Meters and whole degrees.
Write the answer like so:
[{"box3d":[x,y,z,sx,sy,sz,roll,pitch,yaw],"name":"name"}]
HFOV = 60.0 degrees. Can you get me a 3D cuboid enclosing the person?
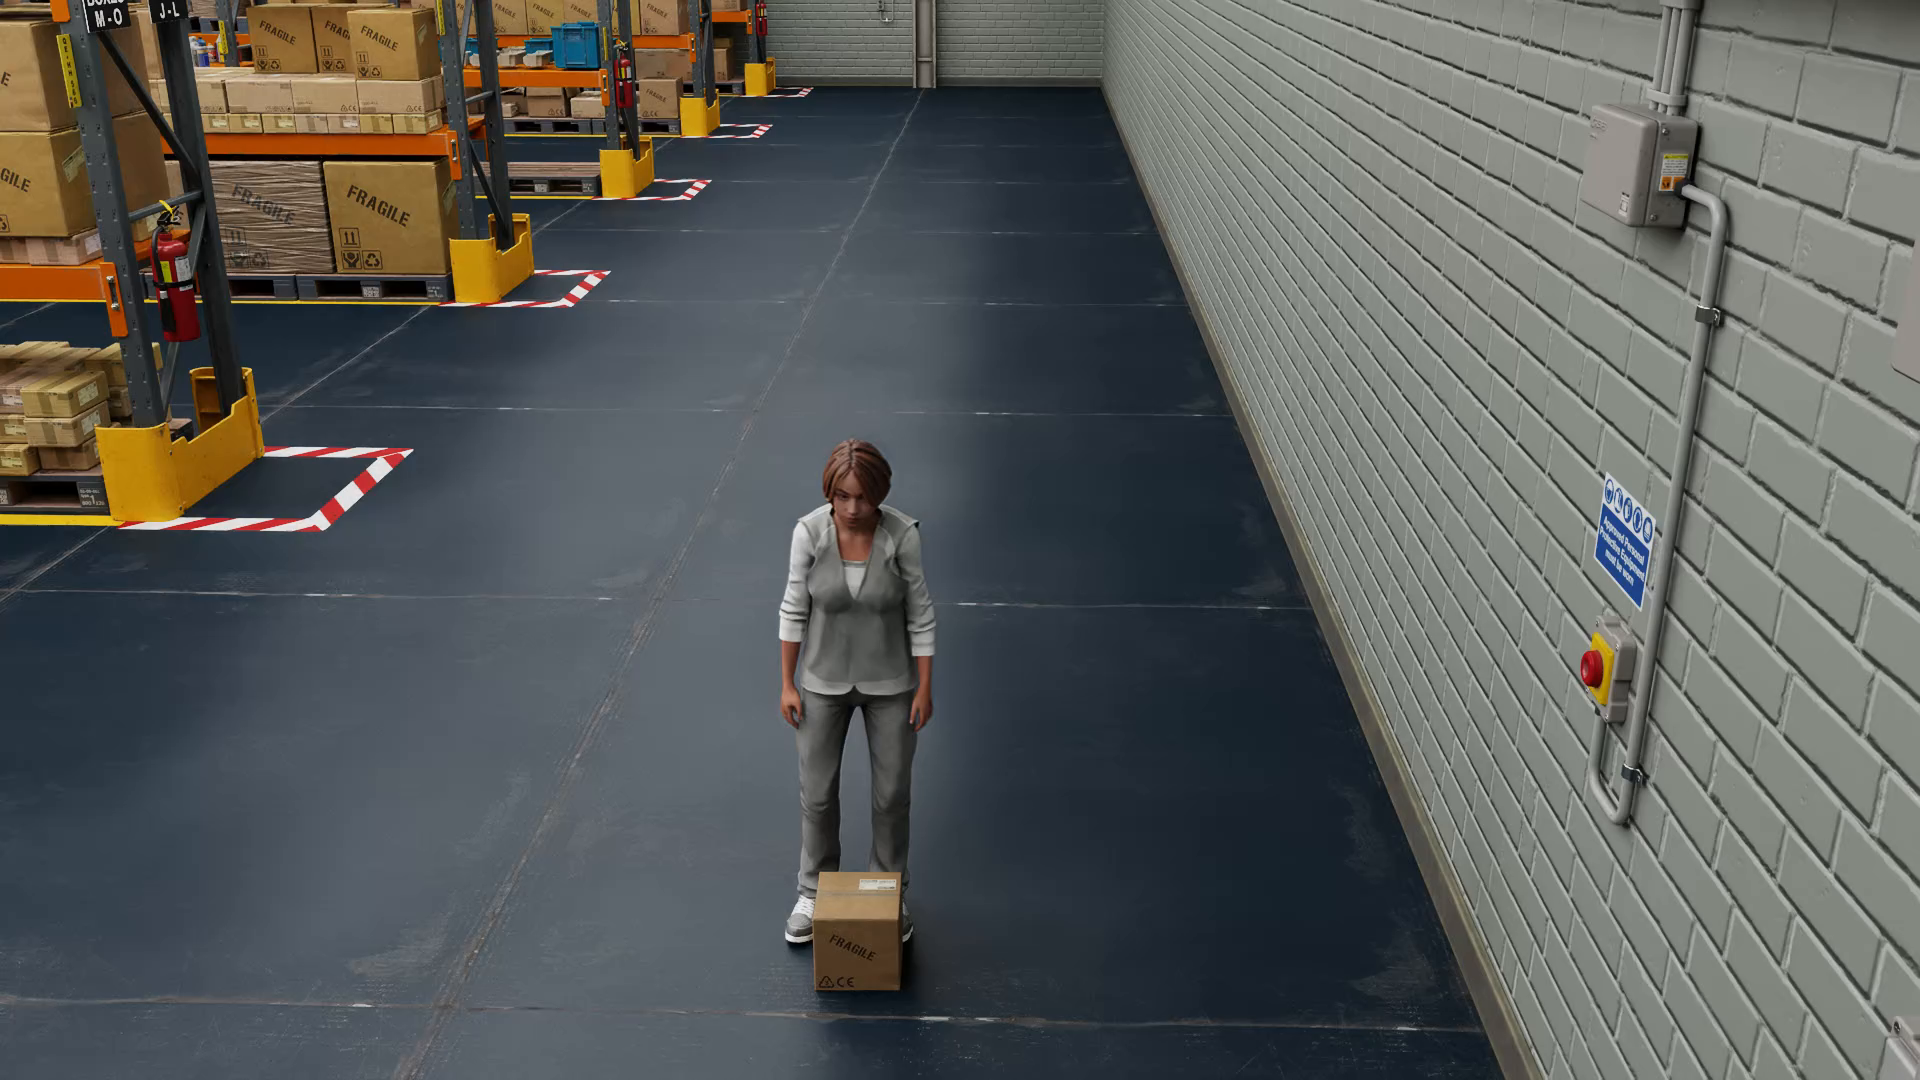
[{"box3d":[-0.304,0.450,4.932,0.465,1.592,0.348,1,21,1],"name":"person"}]
